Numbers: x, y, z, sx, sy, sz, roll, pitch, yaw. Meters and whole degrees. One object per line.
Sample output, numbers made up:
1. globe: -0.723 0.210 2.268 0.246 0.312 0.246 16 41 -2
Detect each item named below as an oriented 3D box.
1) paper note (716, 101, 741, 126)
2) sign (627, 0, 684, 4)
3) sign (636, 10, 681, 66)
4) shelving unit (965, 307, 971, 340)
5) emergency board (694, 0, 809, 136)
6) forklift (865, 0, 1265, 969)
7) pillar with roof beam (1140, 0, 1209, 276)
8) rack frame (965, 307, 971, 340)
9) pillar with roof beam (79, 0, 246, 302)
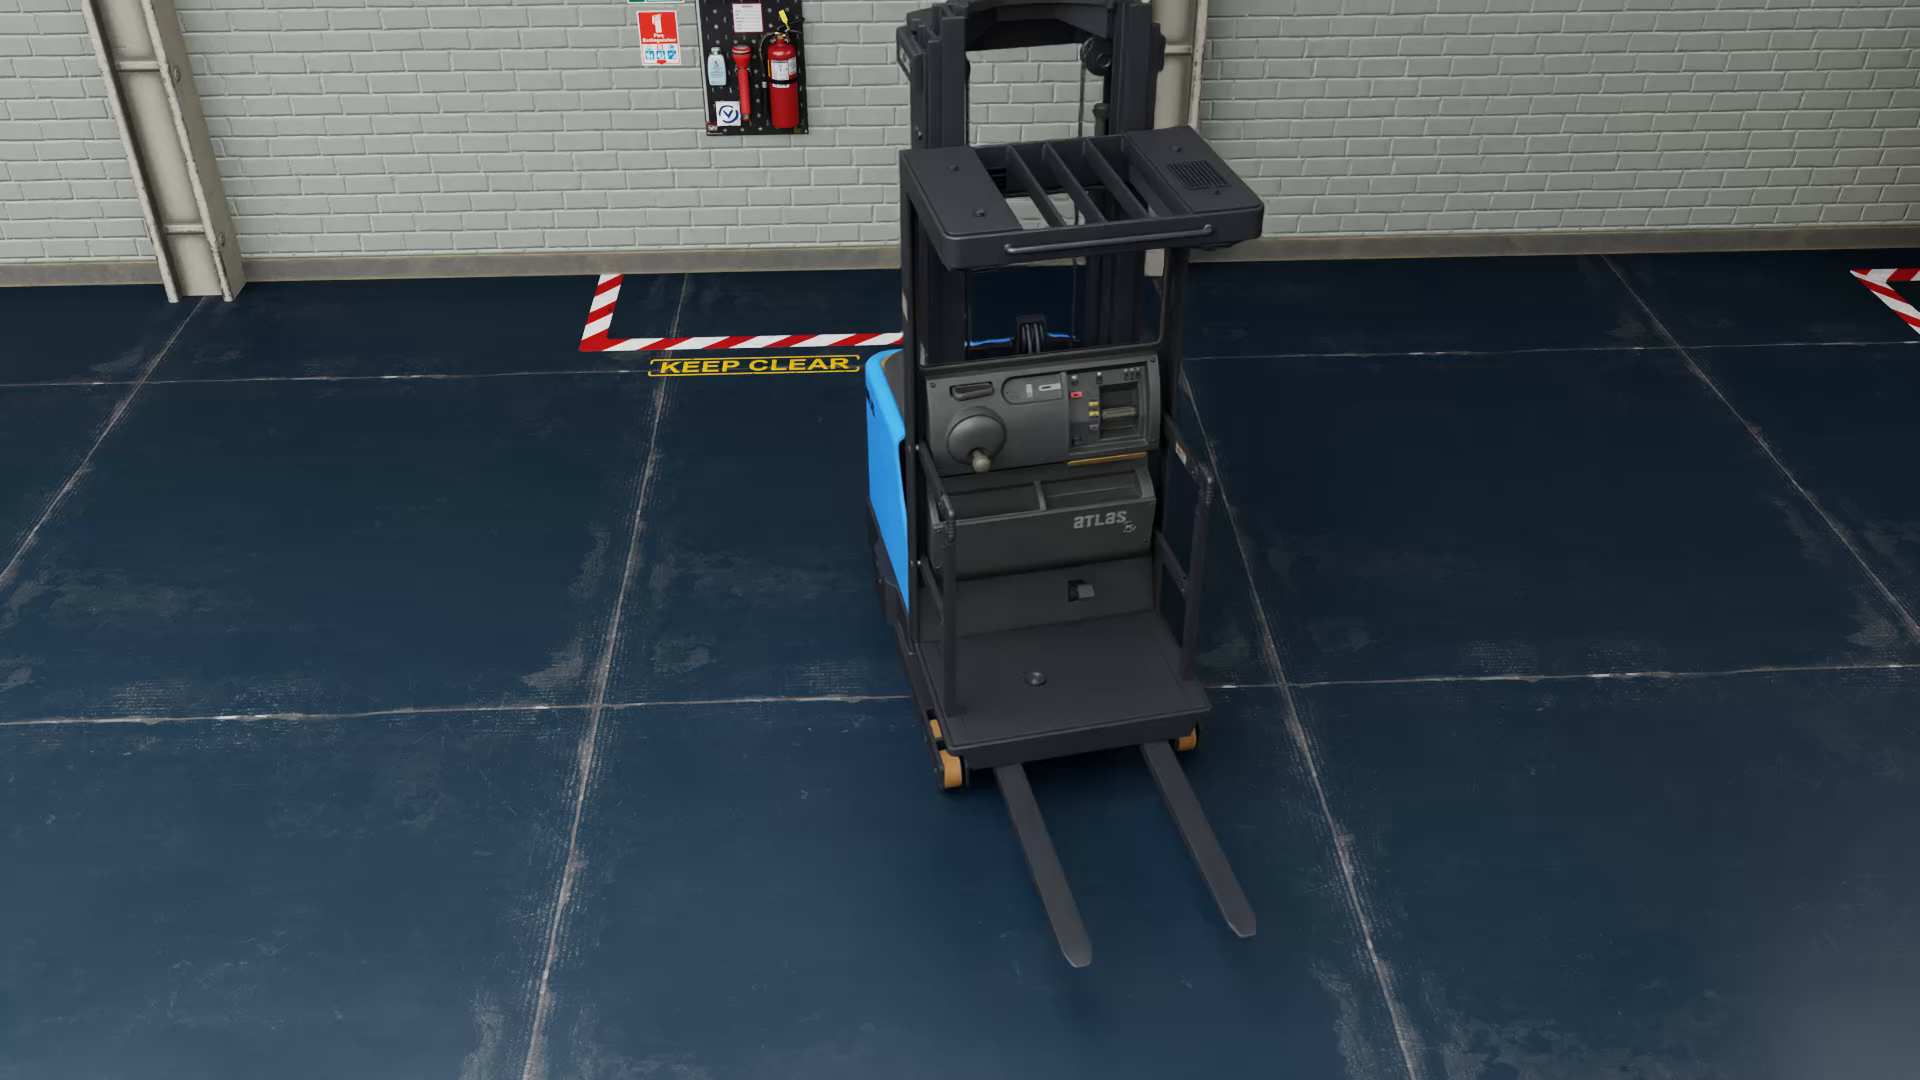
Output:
1. paper note: -1.414 -2.601 10.147 0.142 0.148 0.016 -2 35 -2
2. sign: -1.786 -3.200 9.742 0.331 0.109 0.001 -2 35 -2
3. sign: -1.791 -2.988 9.900 0.234 0.329 0.001 -2 35 -2
4. shelving unit: -0.069 -0.631 8.106 0.189 1.200 0.258 -7 35 -11
5. emergency board: -1.234 -2.929 9.847 0.643 1.169 0.194 -2 35 -2
6. forklift: 0.380 -0.430 6.296 1.130 2.935 3.031 -7 35 -11
7. pillar with roof beam: 1.440 -2.994 4.668 0.400 9.000 9.100 -2 35 -2
8. rack frame: 0.020 -0.642 8.123 0.006 1.200 0.240 -7 35 -11
9. pillar with roof beam: -4.553 -2.832 4.435 0.400 9.000 9.100 -2 35 -2
